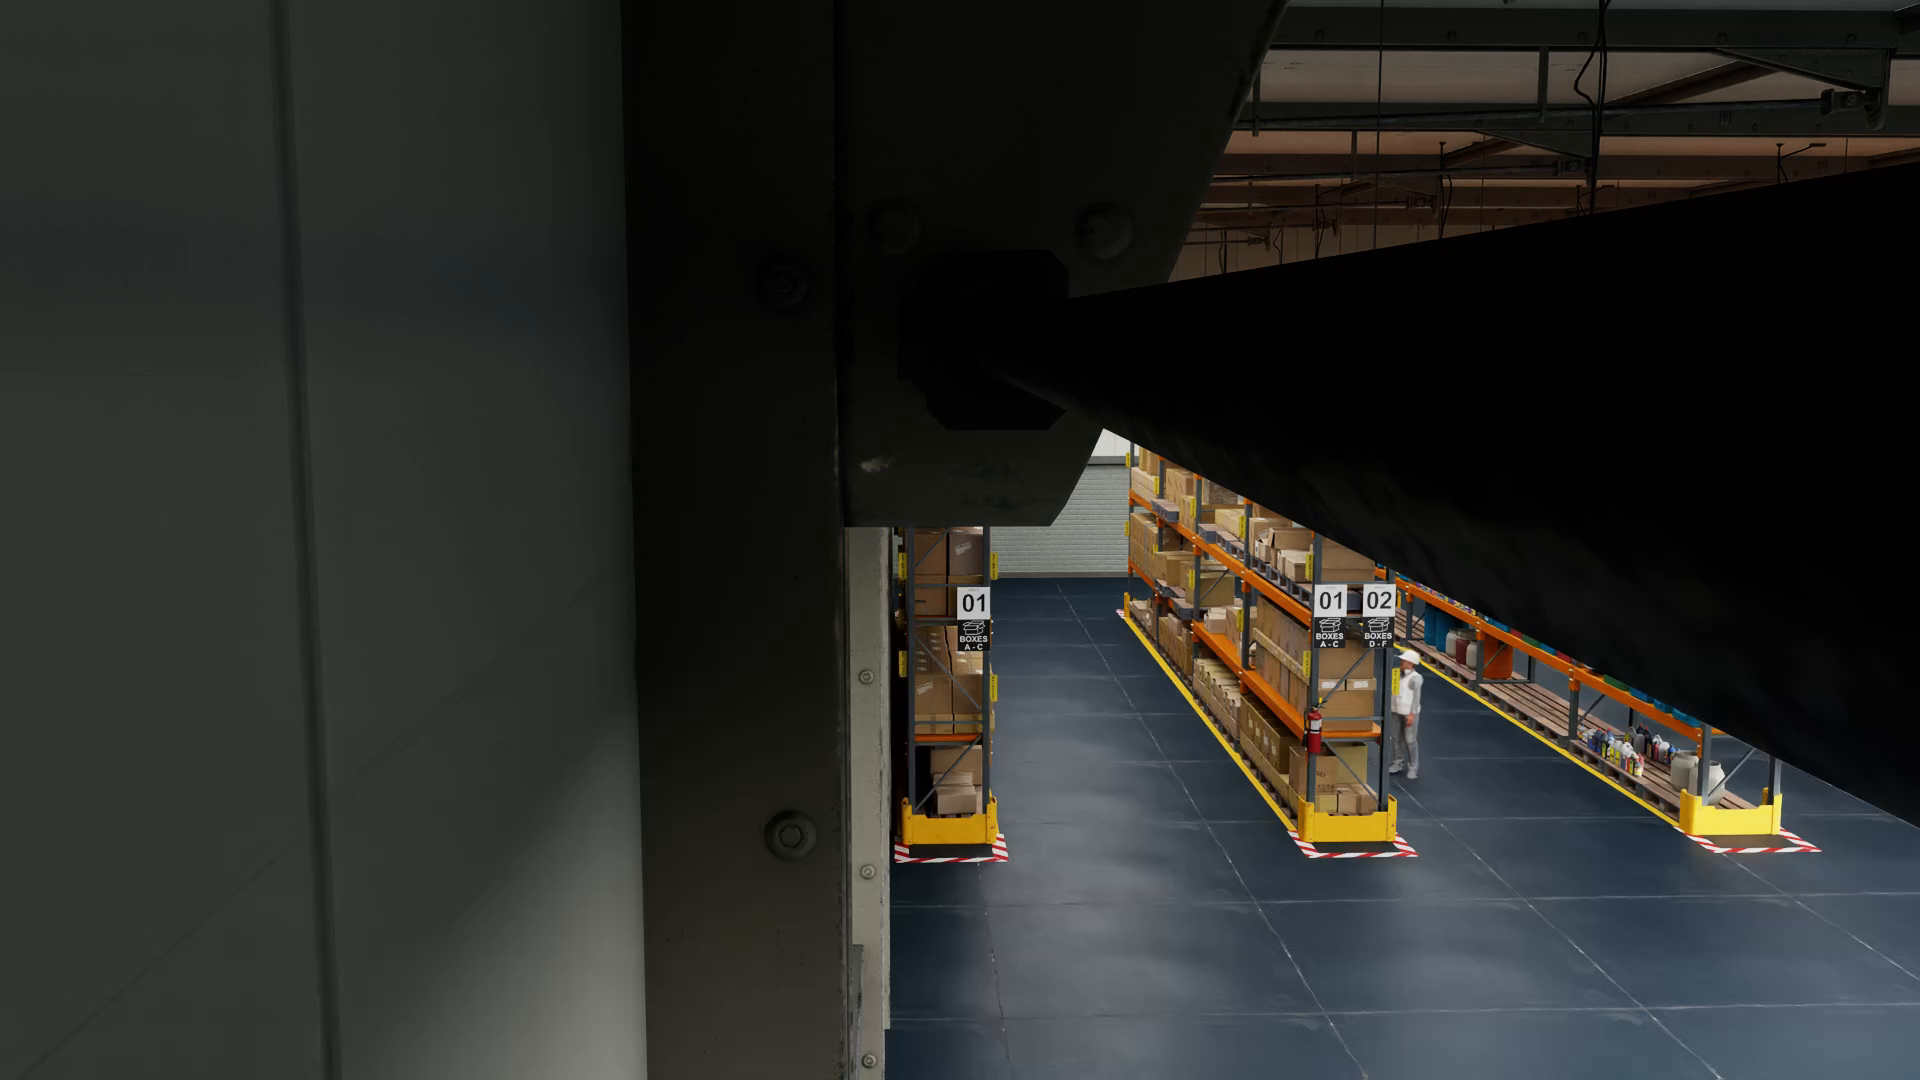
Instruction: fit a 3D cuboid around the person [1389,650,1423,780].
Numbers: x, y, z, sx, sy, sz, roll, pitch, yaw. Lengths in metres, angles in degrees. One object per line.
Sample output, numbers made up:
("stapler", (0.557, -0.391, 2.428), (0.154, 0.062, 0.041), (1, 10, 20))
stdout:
("person", (6.297, 2.456, 23.543), (0.415, 1.807, 0.538), (-6, 9, -38))
